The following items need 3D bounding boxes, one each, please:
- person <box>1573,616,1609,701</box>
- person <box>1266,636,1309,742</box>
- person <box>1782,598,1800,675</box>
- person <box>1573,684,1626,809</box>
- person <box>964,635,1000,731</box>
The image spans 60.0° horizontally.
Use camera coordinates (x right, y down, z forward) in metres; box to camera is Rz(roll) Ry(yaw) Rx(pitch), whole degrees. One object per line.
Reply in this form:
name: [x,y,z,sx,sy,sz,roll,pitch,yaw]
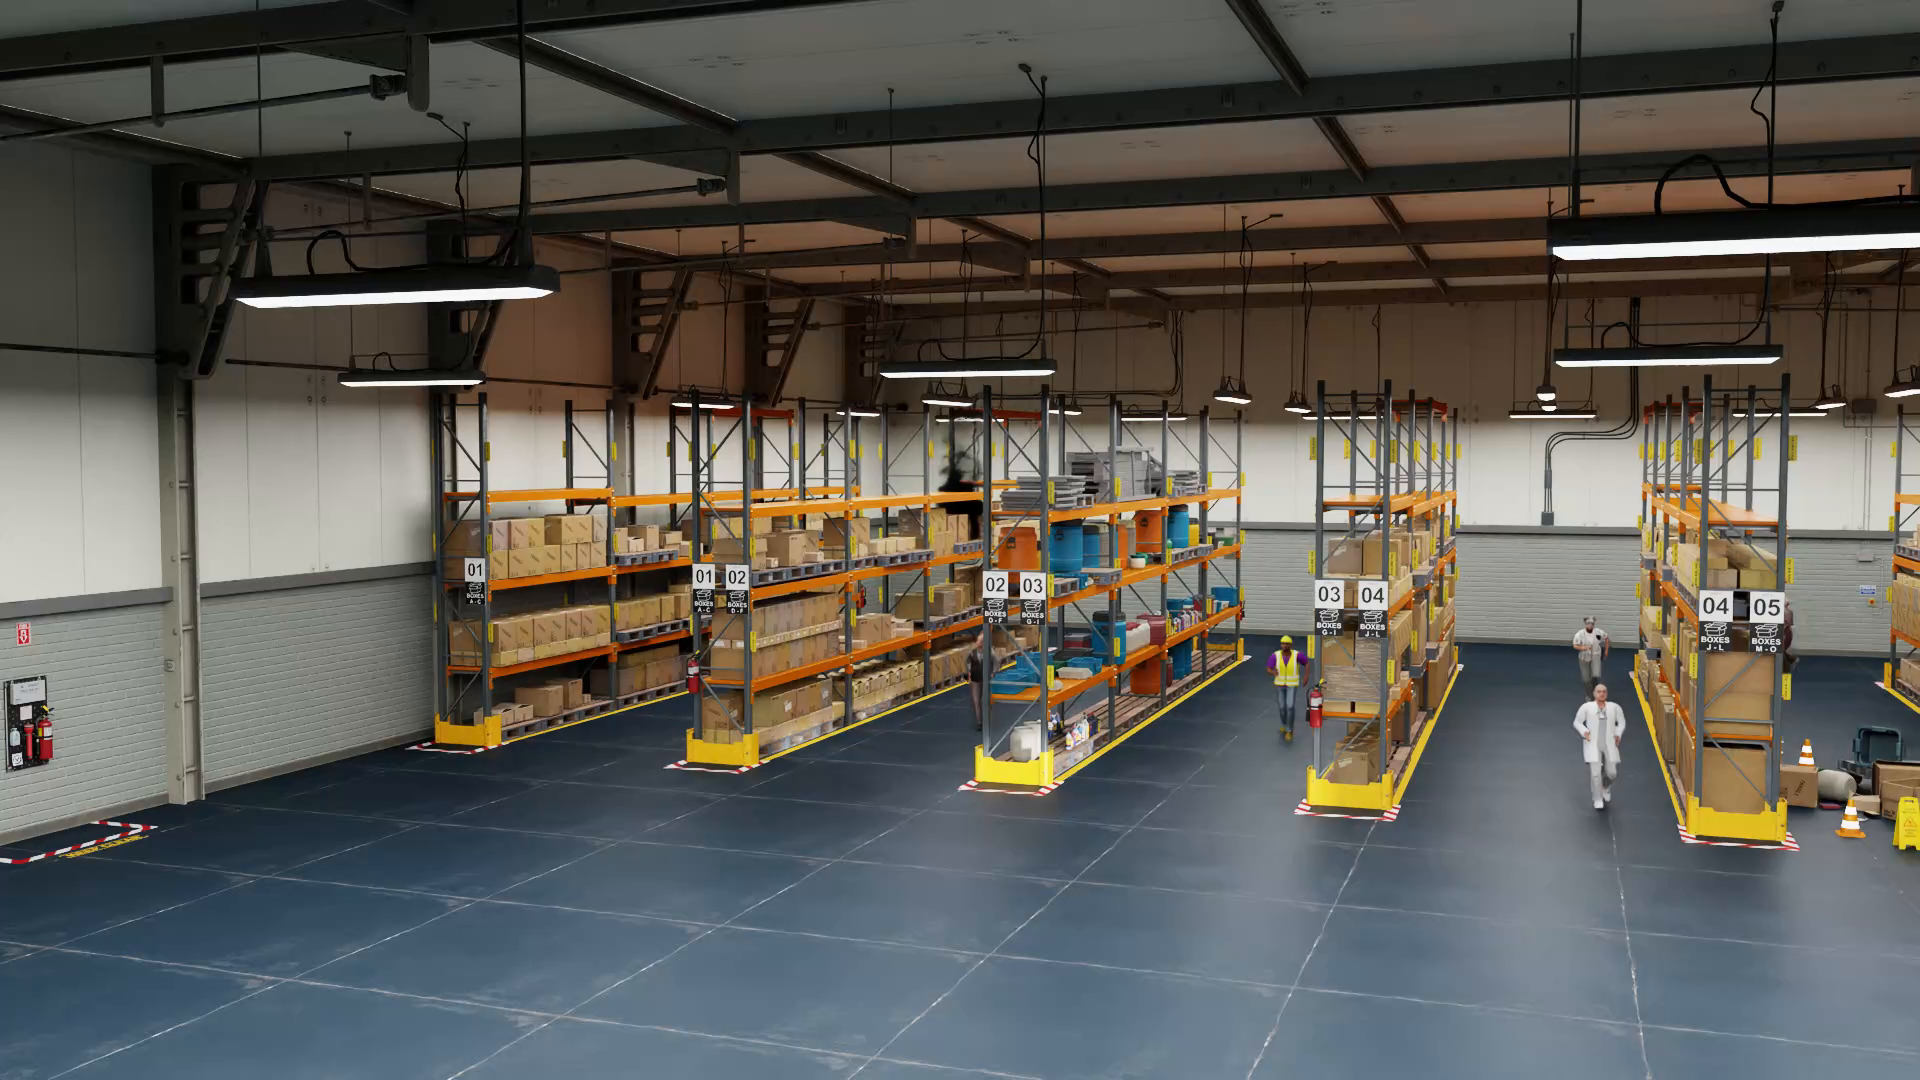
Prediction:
person: [12.535,2.367,33.002,0.705,1.731,0.756,1,3,14]
person: [5.714,2.577,29.062,0.718,1.833,0.772,1,3,20]
person: [18.395,2.161,37.119,0.673,1.748,0.700,1,3,24]
person: [8.989,2.890,23.342,0.706,1.725,0.663,1,3,14]
person: [0.392,2.569,30.067,0.661,1.701,0.748,0,3,9]
